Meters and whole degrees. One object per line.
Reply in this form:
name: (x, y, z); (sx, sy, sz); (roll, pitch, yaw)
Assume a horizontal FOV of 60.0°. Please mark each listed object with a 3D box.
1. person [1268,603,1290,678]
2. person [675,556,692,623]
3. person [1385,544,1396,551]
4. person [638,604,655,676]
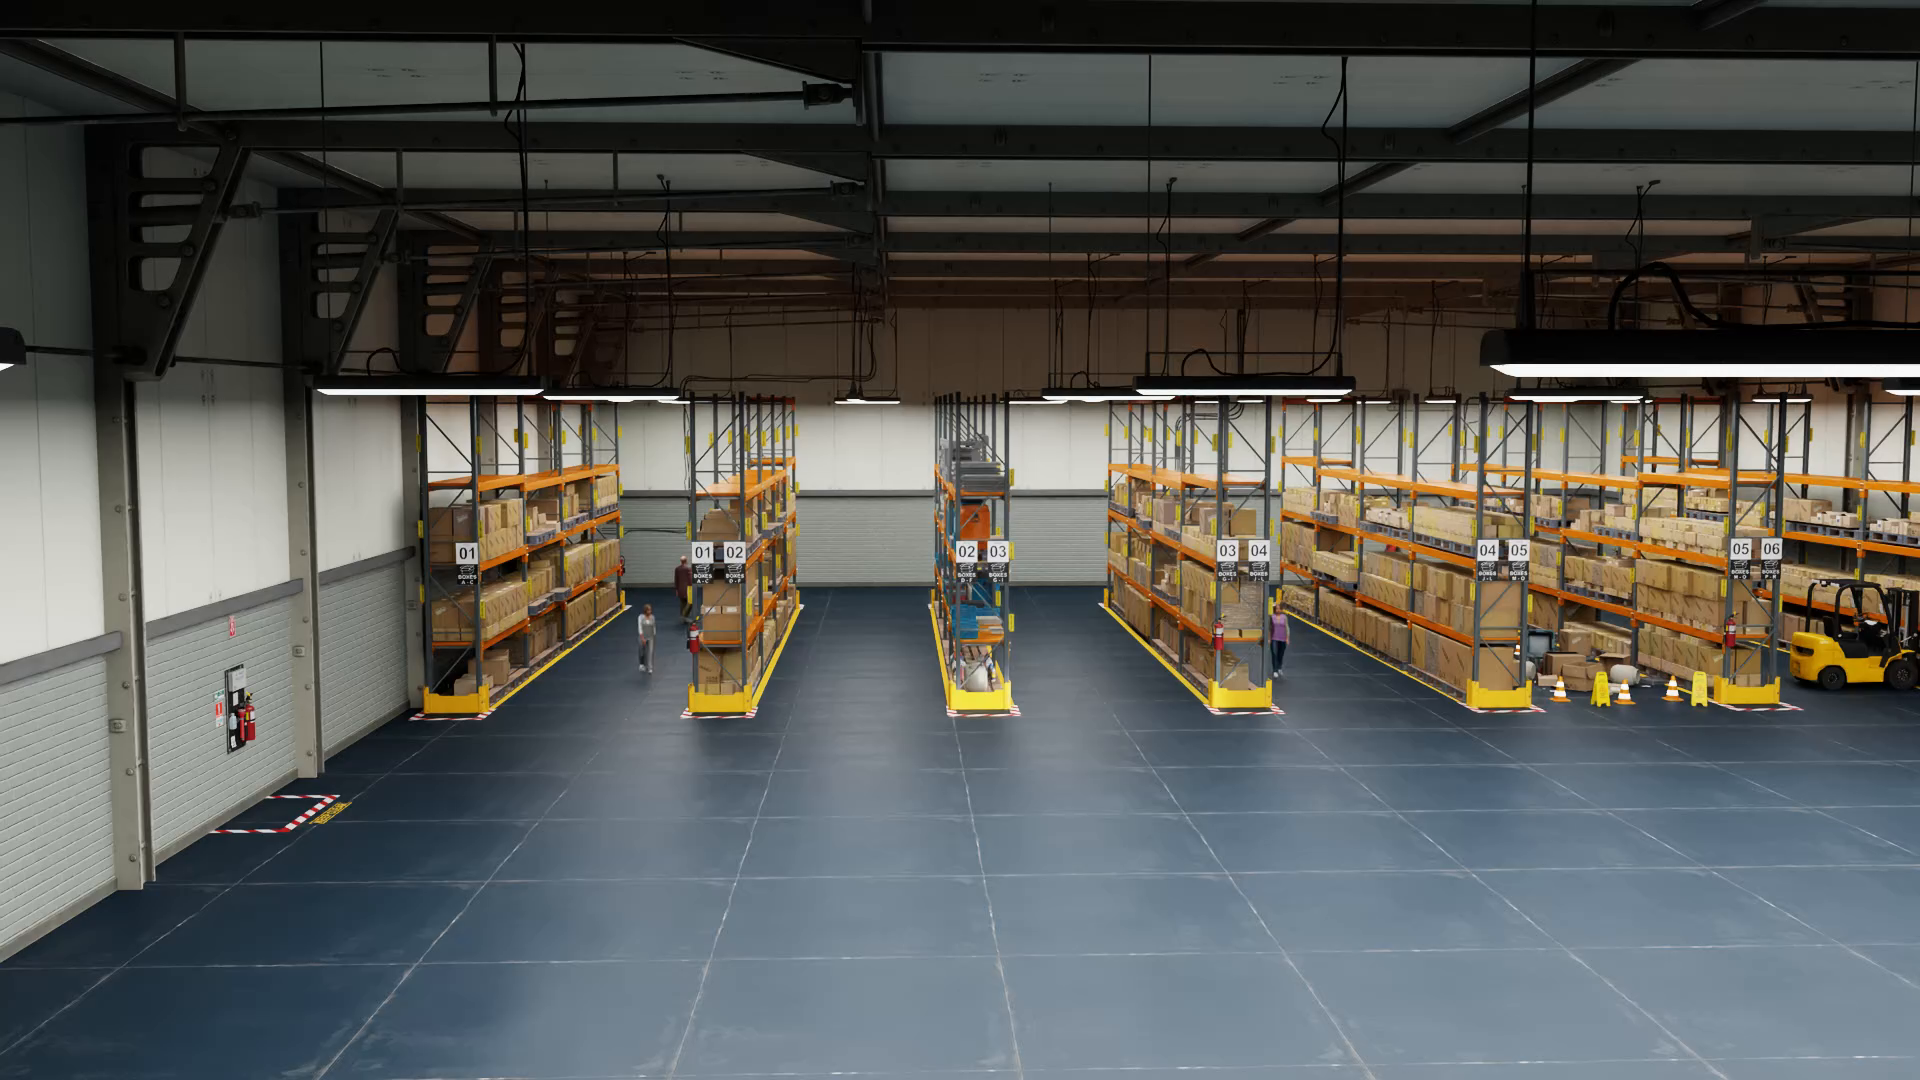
person: (6.743, 2.133, 35.102); (0.430, 1.521, 0.918); (0, 5, 5)
person: (-7.313, 1.310, 44.065); (0.627, 1.777, 0.573); (3, 5, 32)
person: (13.478, 0.704, 51.821); (0.791, 1.697, 0.544); (-3, 6, -34)
person: (-6.675, 2.116, 35.503); (0.394, 1.503, 1.060); (-1, 5, -18)
